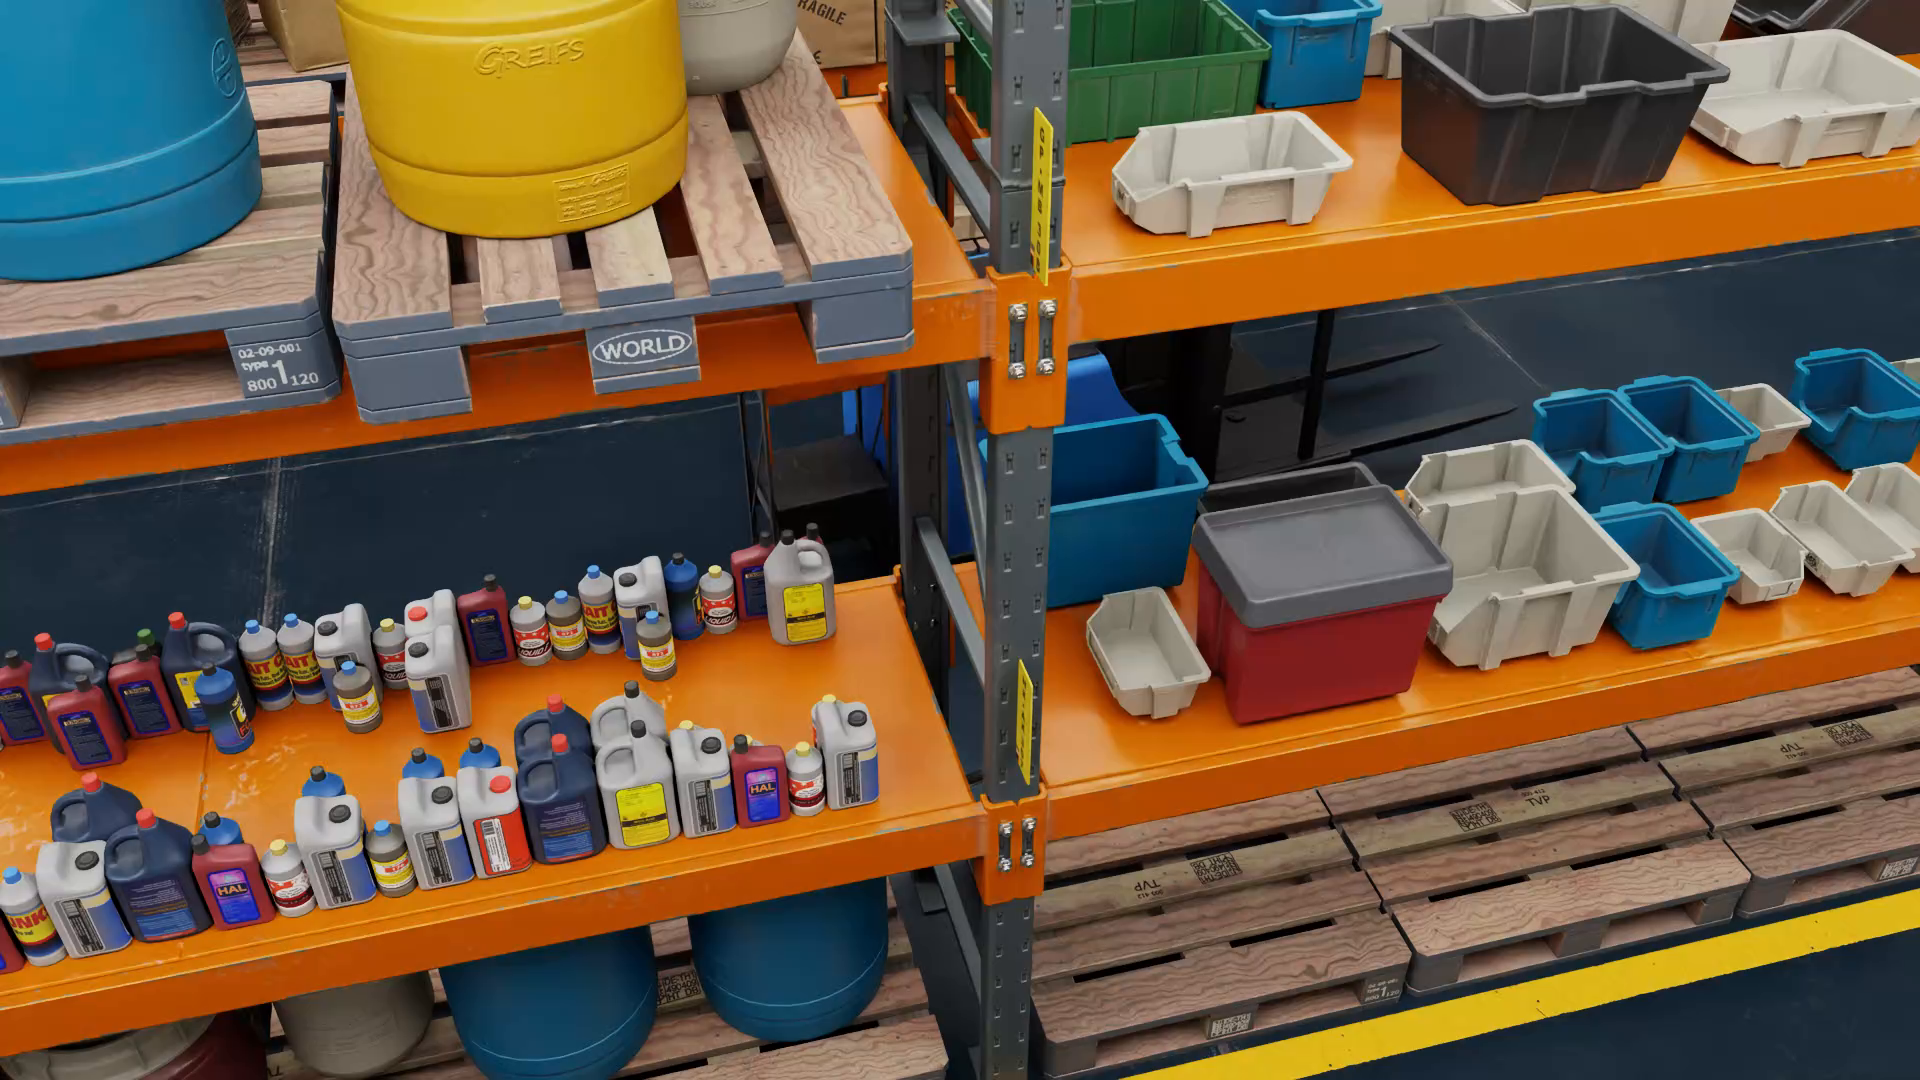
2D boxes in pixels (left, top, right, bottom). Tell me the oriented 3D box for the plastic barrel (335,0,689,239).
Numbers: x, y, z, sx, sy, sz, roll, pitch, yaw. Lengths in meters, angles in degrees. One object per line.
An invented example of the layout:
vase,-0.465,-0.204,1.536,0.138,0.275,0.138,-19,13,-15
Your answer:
plastic barrel,-0.816,-0.944,3.046,0.600,0.588,0.600,0,37,0

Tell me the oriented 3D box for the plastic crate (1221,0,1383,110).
plastic crate,0.808,-1.231,4.059,0.300,0.233,0.416,-9,38,-12

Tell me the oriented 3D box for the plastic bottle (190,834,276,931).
plastic bottle,-1.689,0.783,3.854,0.133,0.283,0.061,-9,38,-12

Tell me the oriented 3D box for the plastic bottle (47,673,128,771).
plastic bottle,-2.251,0.465,4.269,0.133,0.283,0.061,-9,38,-12

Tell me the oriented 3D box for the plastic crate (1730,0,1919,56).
plastic crate,2.327,-1.494,4.317,0.767,0.338,0.504,-9,38,-12

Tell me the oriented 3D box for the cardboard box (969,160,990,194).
cardboard box,-0.075,-2.163,9.460,0.500,0.311,0.500,-9,38,-12

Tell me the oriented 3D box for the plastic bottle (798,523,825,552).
plastic bottle,-0.453,0.080,4.773,0.133,0.283,0.061,-9,38,-12

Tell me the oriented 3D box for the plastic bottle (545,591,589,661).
plastic bottle,-1.100,0.230,4.644,0.097,0.201,0.097,0,37,0

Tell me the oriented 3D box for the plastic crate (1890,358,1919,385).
plastic crate,3.218,-0.479,5.575,0.298,0.136,0.250,-9,38,-12

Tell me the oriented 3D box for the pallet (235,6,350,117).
pallet,-3.261,-2.282,7.922,1.213,0.211,1.003,-9,38,-12

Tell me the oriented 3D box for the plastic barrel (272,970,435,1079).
plastic barrel,-1.769,1.272,4.820,0.421,0.512,0.421,0,37,0

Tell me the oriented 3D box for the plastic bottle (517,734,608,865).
plastic bottle,-0.968,0.612,4.022,0.185,0.351,0.144,-9,38,-12

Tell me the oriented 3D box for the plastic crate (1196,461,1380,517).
plastic crate,1.023,-0.024,4.990,0.590,0.125,0.437,-9,38,-12

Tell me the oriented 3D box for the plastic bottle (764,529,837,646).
plastic bottle,-0.451,0.117,4.669,0.185,0.351,0.144,-9,38,-12

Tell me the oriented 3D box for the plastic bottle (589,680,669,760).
plastic bottle,-0.827,0.498,4.171,0.185,0.351,0.144,-9,38,-12

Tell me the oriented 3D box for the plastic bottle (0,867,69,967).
plastic bottle,-2.113,0.846,3.781,0.097,0.271,0.097,0,37,0

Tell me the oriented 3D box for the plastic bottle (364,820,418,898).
plastic bottle,-1.358,0.750,3.965,0.097,0.201,0.097,0,37,0

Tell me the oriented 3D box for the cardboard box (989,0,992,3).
cardboard box,0.265,-2.802,8.362,0.500,0.500,0.500,-10,38,-12

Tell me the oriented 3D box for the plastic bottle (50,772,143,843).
plastic bottle,-2.023,0.689,3.921,0.185,0.351,0.144,-9,38,-12

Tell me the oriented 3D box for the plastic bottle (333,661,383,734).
plastic bottle,-1.601,0.408,4.412,0.097,0.201,0.097,0,37,0

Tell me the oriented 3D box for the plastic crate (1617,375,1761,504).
plastic crate,2.279,-0.311,5.276,0.300,0.233,0.416,-9,38,-12

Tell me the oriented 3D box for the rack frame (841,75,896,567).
rack frame,-0.347,-0.724,6.468,0.015,2.100,0.400,-14,39,-17

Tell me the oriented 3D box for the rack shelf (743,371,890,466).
rack shelf,-0.573,-0.658,6.404,0.480,0.518,0.431,-14,39,-17

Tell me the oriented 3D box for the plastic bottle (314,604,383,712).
plastic bottle,-1.652,0.308,4.481,0.135,0.276,0.152,-9,38,-12

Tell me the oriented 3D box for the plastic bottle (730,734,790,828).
plastic bottle,-0.495,0.587,4.110,0.133,0.283,0.061,-9,38,-12

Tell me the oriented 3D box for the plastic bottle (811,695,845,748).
plastic bottle,-0.334,0.486,4.309,0.097,0.201,0.097,0,37,0

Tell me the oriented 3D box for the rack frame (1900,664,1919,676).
rack frame,3.874,-0.408,5.315,0.127,3.000,1.000,-9,38,-12

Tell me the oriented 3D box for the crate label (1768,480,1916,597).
crate label,2.588,0.004,4.944,0.243,0.136,0.396,-9,38,-12

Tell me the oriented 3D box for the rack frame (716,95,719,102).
rack frame,-1.276,-2.681,8.286,0.127,3.000,1.000,-9,38,-12

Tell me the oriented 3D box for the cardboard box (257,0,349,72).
cardboard box,-2.965,-2.571,7.714,0.500,0.500,0.700,-19,41,-23

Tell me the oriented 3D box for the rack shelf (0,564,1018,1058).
rack shelf,-1.919,0.828,4.291,4.000,0.370,1.077,-9,38,-12

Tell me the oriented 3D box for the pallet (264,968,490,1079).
pallet,-1.924,1.626,4.951,1.213,0.211,1.003,-9,38,-12

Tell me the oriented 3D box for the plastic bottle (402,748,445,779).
plastic bottle,-1.304,0.617,4.080,0.097,0.271,0.097,0,37,0

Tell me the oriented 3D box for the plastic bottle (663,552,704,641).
plastic bottle,-0.782,0.150,4.691,0.097,0.271,0.097,0,37,0

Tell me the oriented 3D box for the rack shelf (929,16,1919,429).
rack shelf,1.943,-0.997,4.208,4.000,0.370,1.077,-9,38,-12

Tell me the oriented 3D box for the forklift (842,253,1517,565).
forklift,1.047,-1.449,6.732,3.031,2.935,1.130,-14,39,-17

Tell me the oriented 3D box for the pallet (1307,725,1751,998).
pallet,1.892,0.998,5.771,1.213,0.211,1.003,-9,38,-12

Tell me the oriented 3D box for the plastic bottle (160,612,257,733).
plastic bottle,-1.995,0.332,4.388,0.185,0.351,0.144,-9,38,-12

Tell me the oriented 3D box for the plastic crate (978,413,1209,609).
plastic crate,0.374,-0.066,4.831,0.575,0.384,0.392,-9,38,-12

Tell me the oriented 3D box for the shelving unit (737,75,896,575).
shelving unit,-0.573,-0.669,6.396,0.503,2.100,0.431,-14,39,-17

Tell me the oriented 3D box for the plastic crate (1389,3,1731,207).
plastic crate,1.283,-0.950,3.662,0.590,0.269,0.497,-9,38,-12
